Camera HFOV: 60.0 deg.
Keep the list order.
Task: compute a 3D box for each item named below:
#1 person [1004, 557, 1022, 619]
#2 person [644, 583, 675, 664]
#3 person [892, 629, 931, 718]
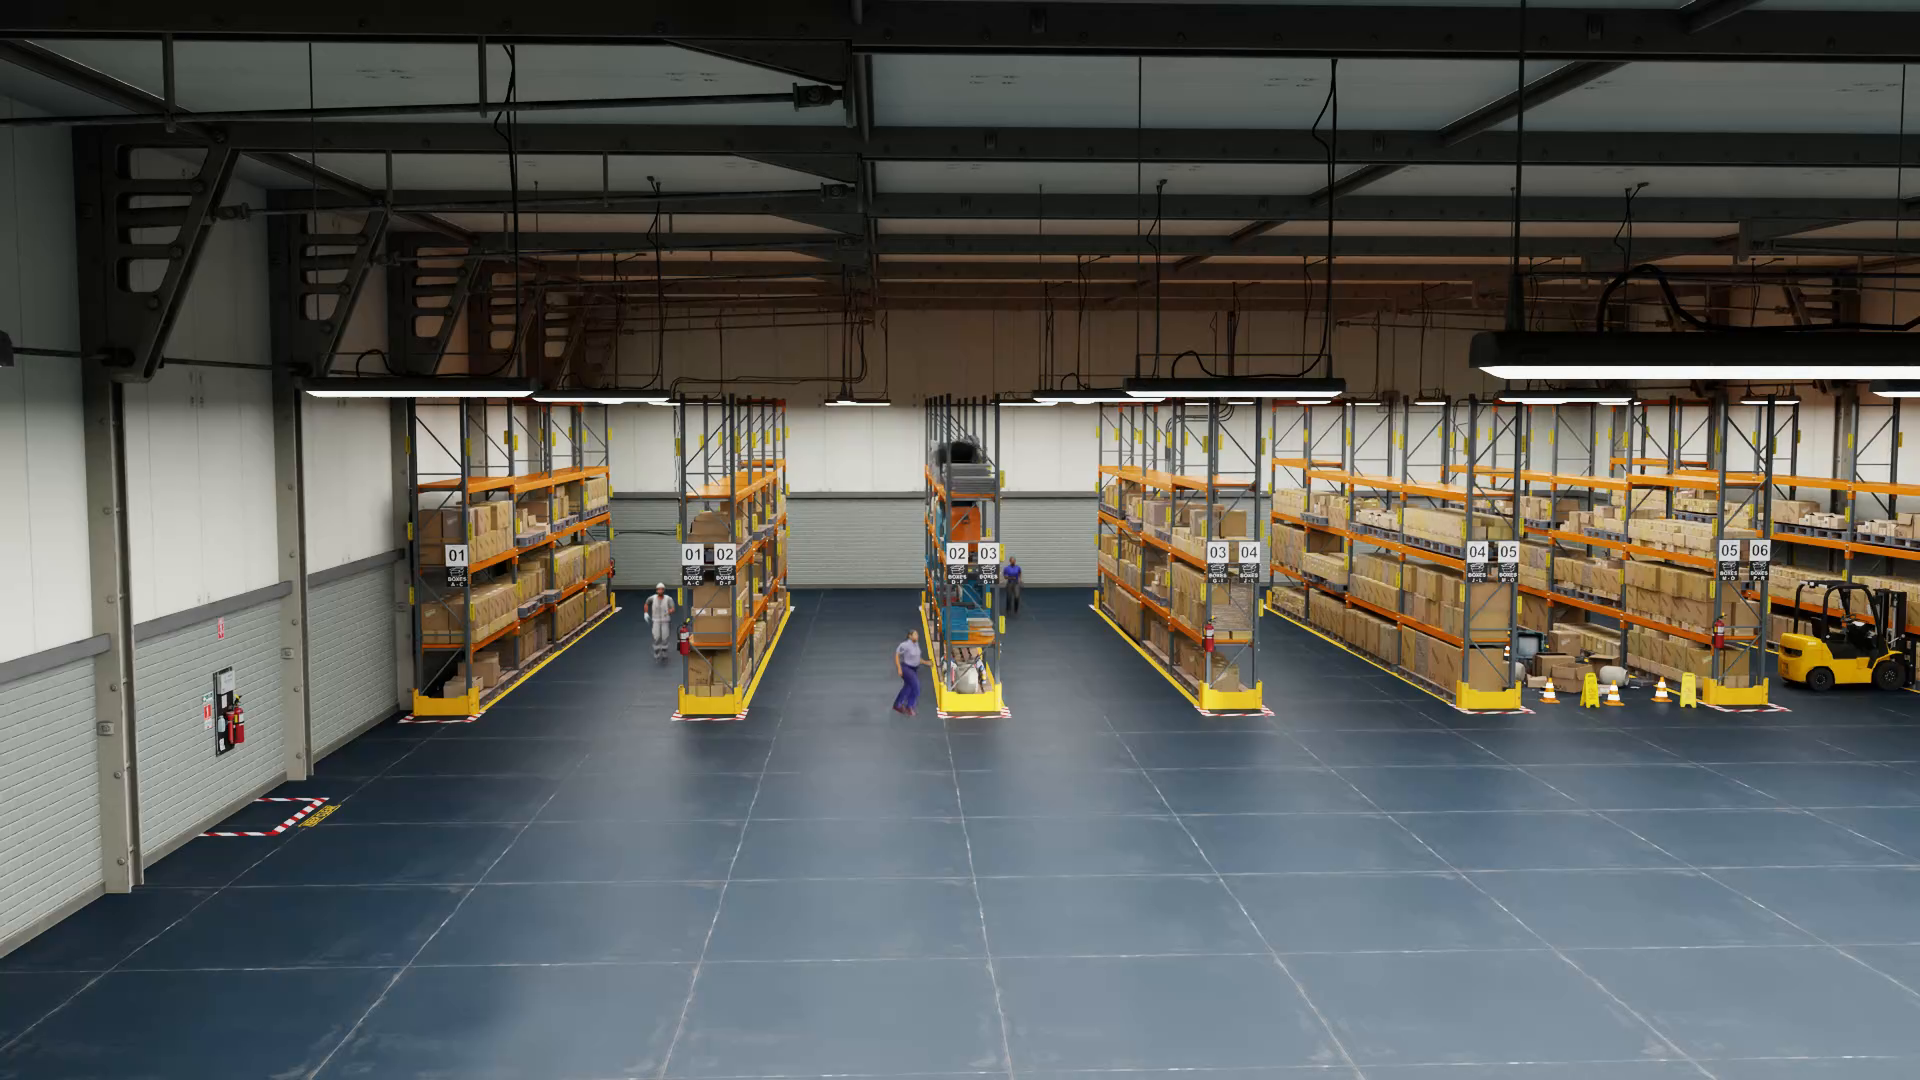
[{"bbox_3d":[1.448,1.303,45.573,0.546,1.711,0.831,-1,5,-9],"label":"person"},{"bbox_3d":[-6.756,1.891,37.441,0.689,1.855,0.754,-1,5,-9],"label":"person"},{"bbox_3d":[-0.925,2.493,30.956,0.795,1.661,0.509,2,5,25],"label":"person"}]
